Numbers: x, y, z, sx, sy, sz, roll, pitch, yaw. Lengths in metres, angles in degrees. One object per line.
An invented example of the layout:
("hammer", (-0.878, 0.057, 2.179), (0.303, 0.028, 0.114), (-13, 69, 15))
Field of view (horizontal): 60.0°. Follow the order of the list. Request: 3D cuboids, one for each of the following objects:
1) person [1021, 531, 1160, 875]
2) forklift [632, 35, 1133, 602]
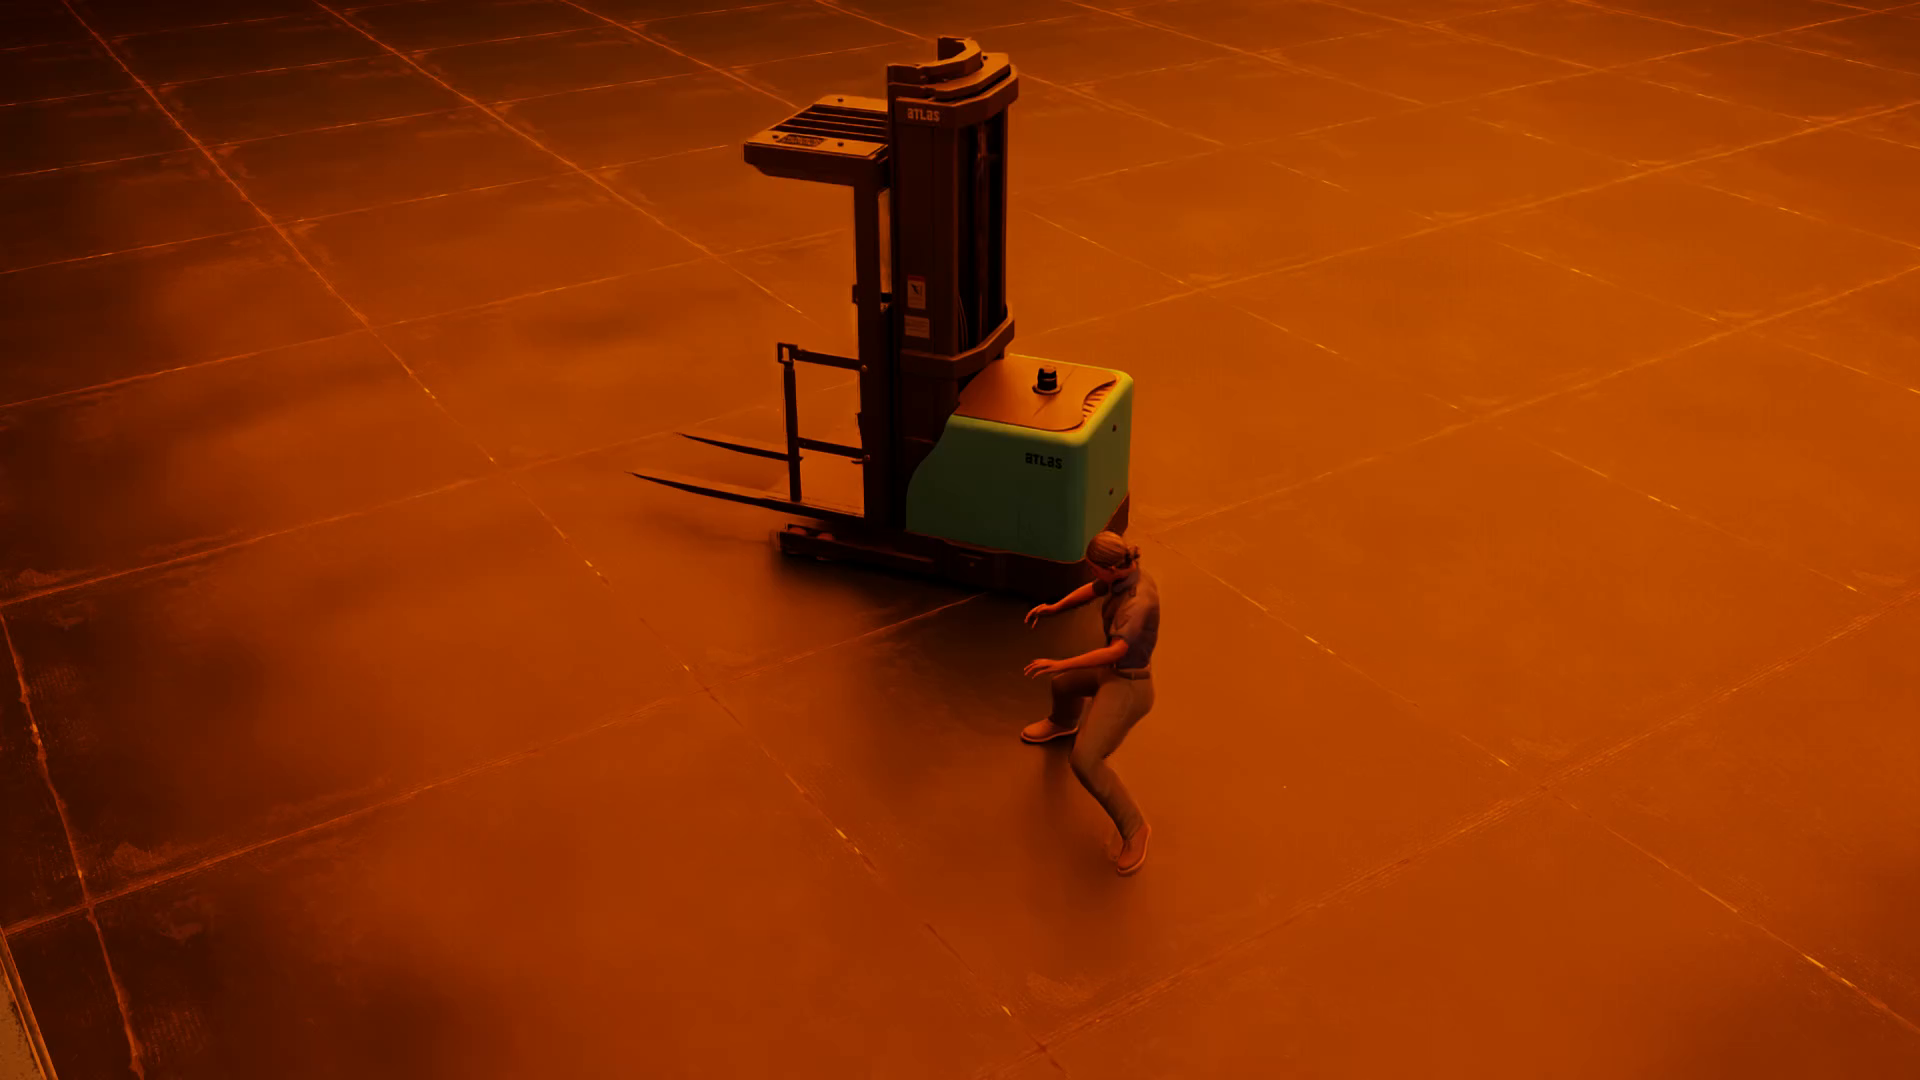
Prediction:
("person", (0.593, 0.622, 7.615), (0.617, 1.426, 1.194), (1, 29, 2))
("forklift", (-0.540, -1.378, 9.627), (3.031, 2.935, 1.130), (11, 31, 19))
